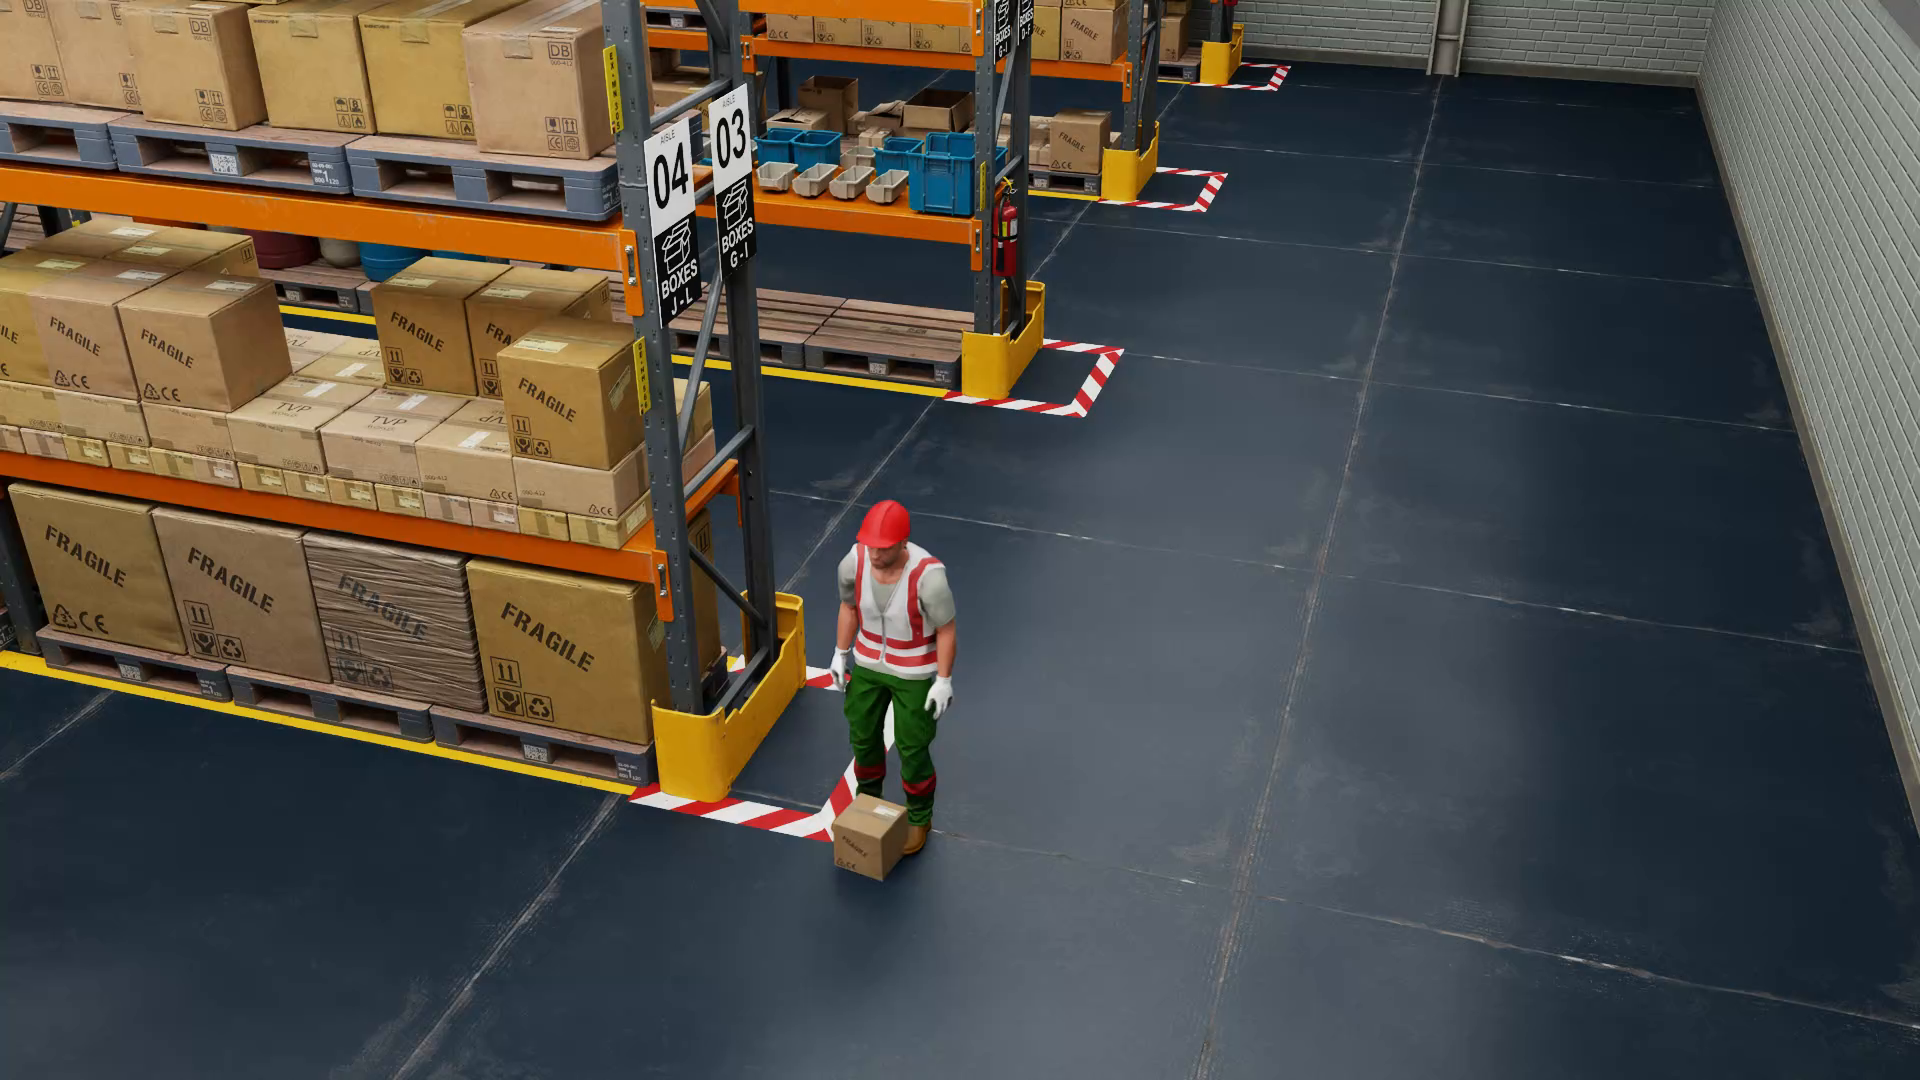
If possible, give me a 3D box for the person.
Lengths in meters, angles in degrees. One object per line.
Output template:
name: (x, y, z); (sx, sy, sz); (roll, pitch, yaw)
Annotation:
person: (-0.307, 0.592, 7.426); (0.604, 1.777, 0.453); (13, 32, 23)
